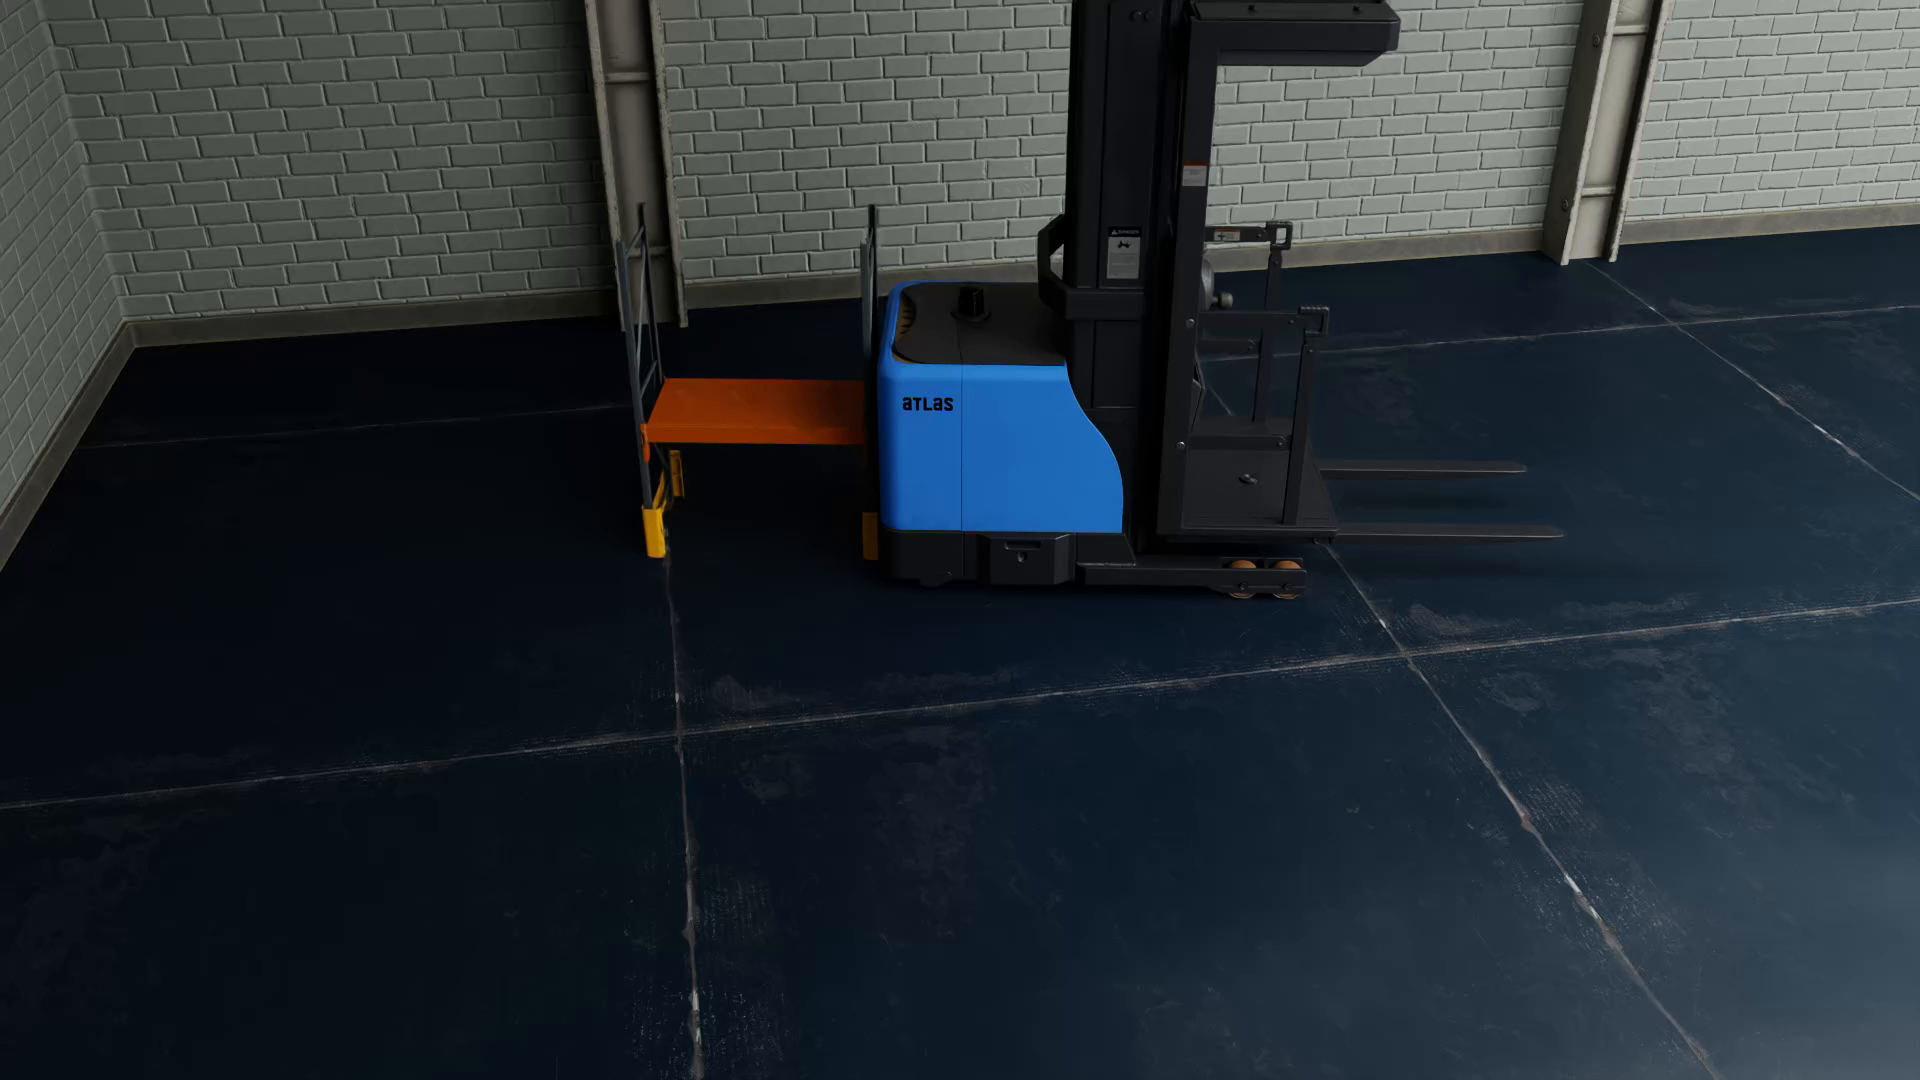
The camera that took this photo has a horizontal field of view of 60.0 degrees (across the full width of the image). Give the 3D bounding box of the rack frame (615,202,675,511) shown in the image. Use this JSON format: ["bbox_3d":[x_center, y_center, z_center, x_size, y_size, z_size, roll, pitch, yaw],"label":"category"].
[{"bbox_3d":[-1.408,-0.715,7.486,0.032,1.500,0.500,1,30,1],"label":"rack frame"}]

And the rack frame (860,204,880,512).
[{"bbox_3d":[-0.392,-0.702,7.464,0.032,1.500,0.500,1,30,1],"label":"rack frame"}]

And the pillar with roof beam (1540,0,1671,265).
[{"bbox_3d":[4.835,-3.610,5.012,0.400,9.000,9.100,-5,31,-9],"label":"pillar with roof beam"}]

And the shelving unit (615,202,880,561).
[{"bbox_3d":[-0.891,-0.708,7.474,1.083,1.500,0.587,1,30,1],"label":"shelving unit"}]

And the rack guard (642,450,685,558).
[{"bbox_3d":[-1.389,-0.176,7.802,0.087,0.250,0.587,1,30,1],"label":"rack guard"}]

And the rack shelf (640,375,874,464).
[{"bbox_3d":[-0.900,-0.553,7.566,1.000,0.185,0.538,1,30,1],"label":"rack shelf"}]

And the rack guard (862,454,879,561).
[{"bbox_3d":[-0.393,-0.163,7.781,0.087,0.250,0.587,1,30,1],"label":"rack guard"}]

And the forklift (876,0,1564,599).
[{"bbox_3d":[1.164,-1.278,7.032,3.031,2.935,1.130,1,30,1],"label":"forklift"}]

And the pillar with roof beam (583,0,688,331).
[{"bbox_3d":[-1.067,-3.063,4.080,0.400,9.000,9.100,-5,31,-9],"label":"pillar with roof beam"}]
